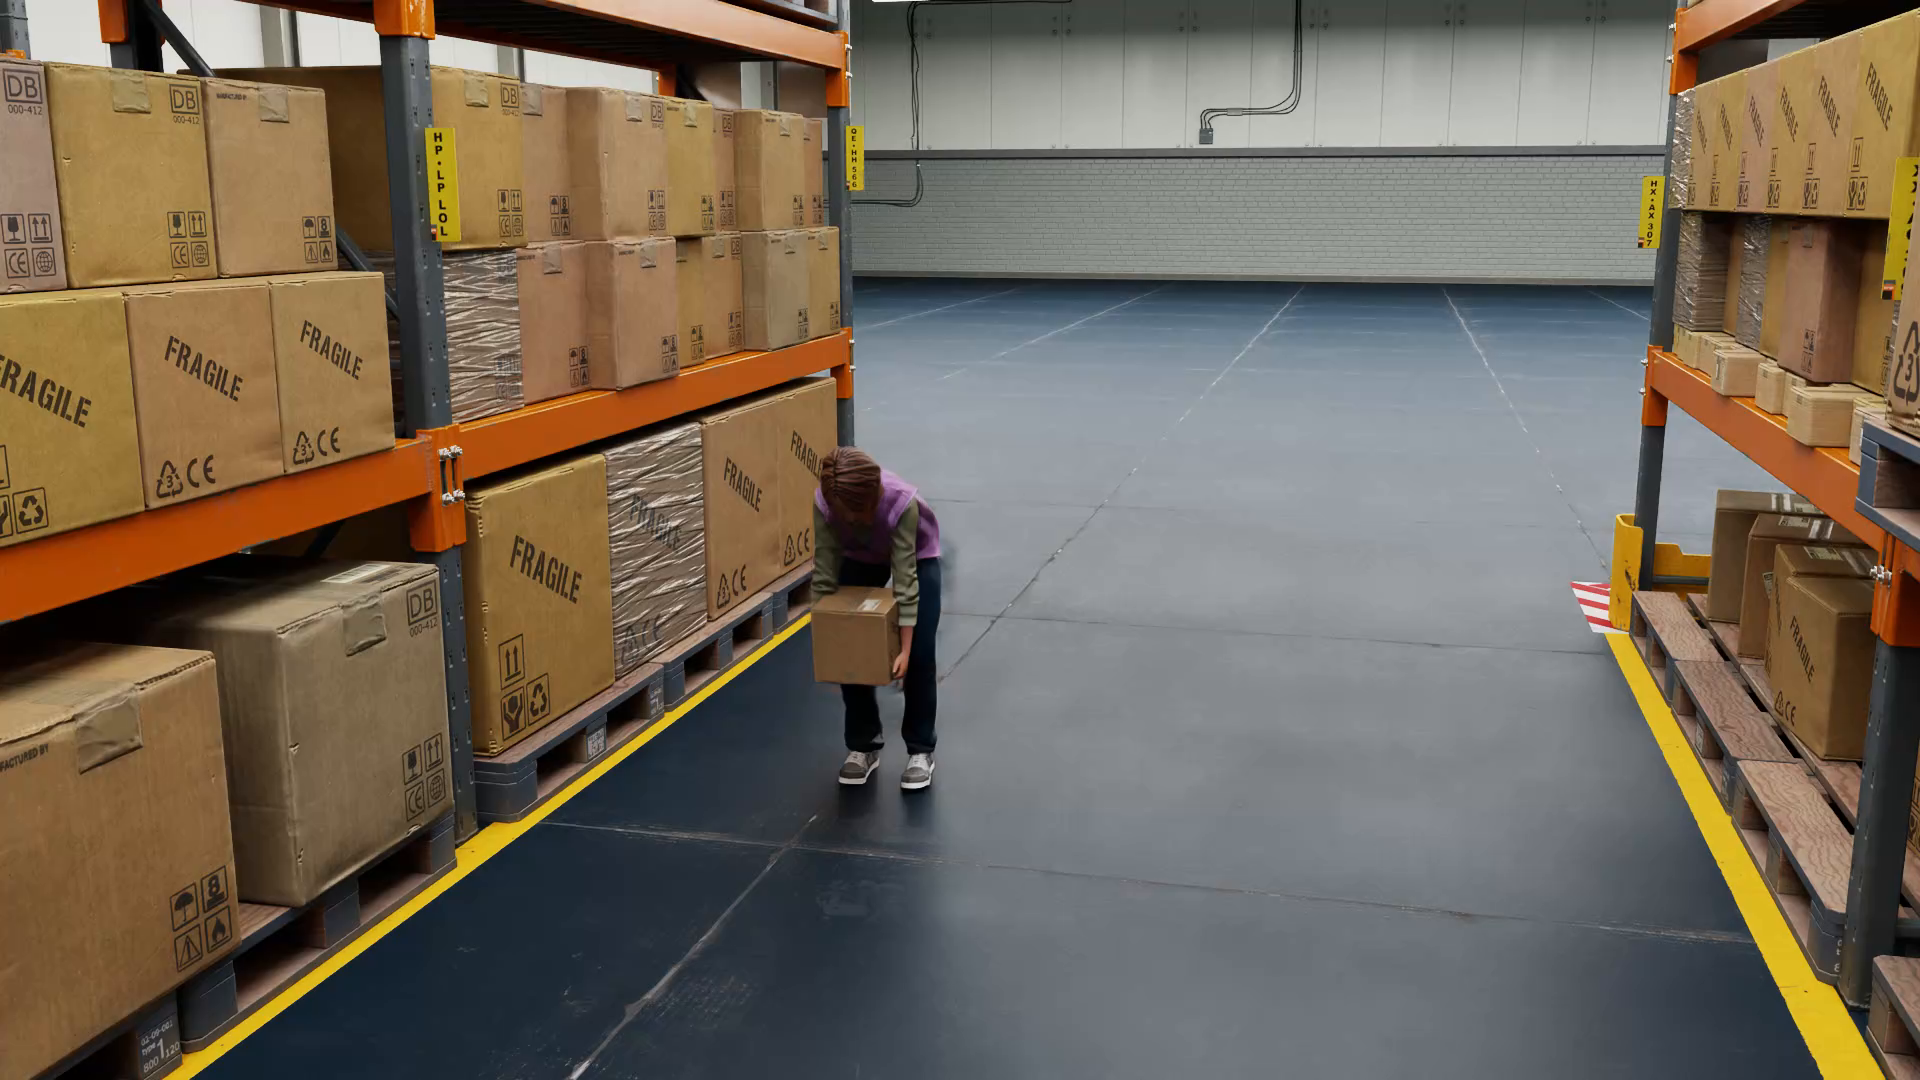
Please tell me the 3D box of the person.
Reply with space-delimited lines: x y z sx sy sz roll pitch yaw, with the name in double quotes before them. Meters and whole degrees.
"person" -0.294 0.269 5.552 0.380 1.248 0.810 3 12 12
